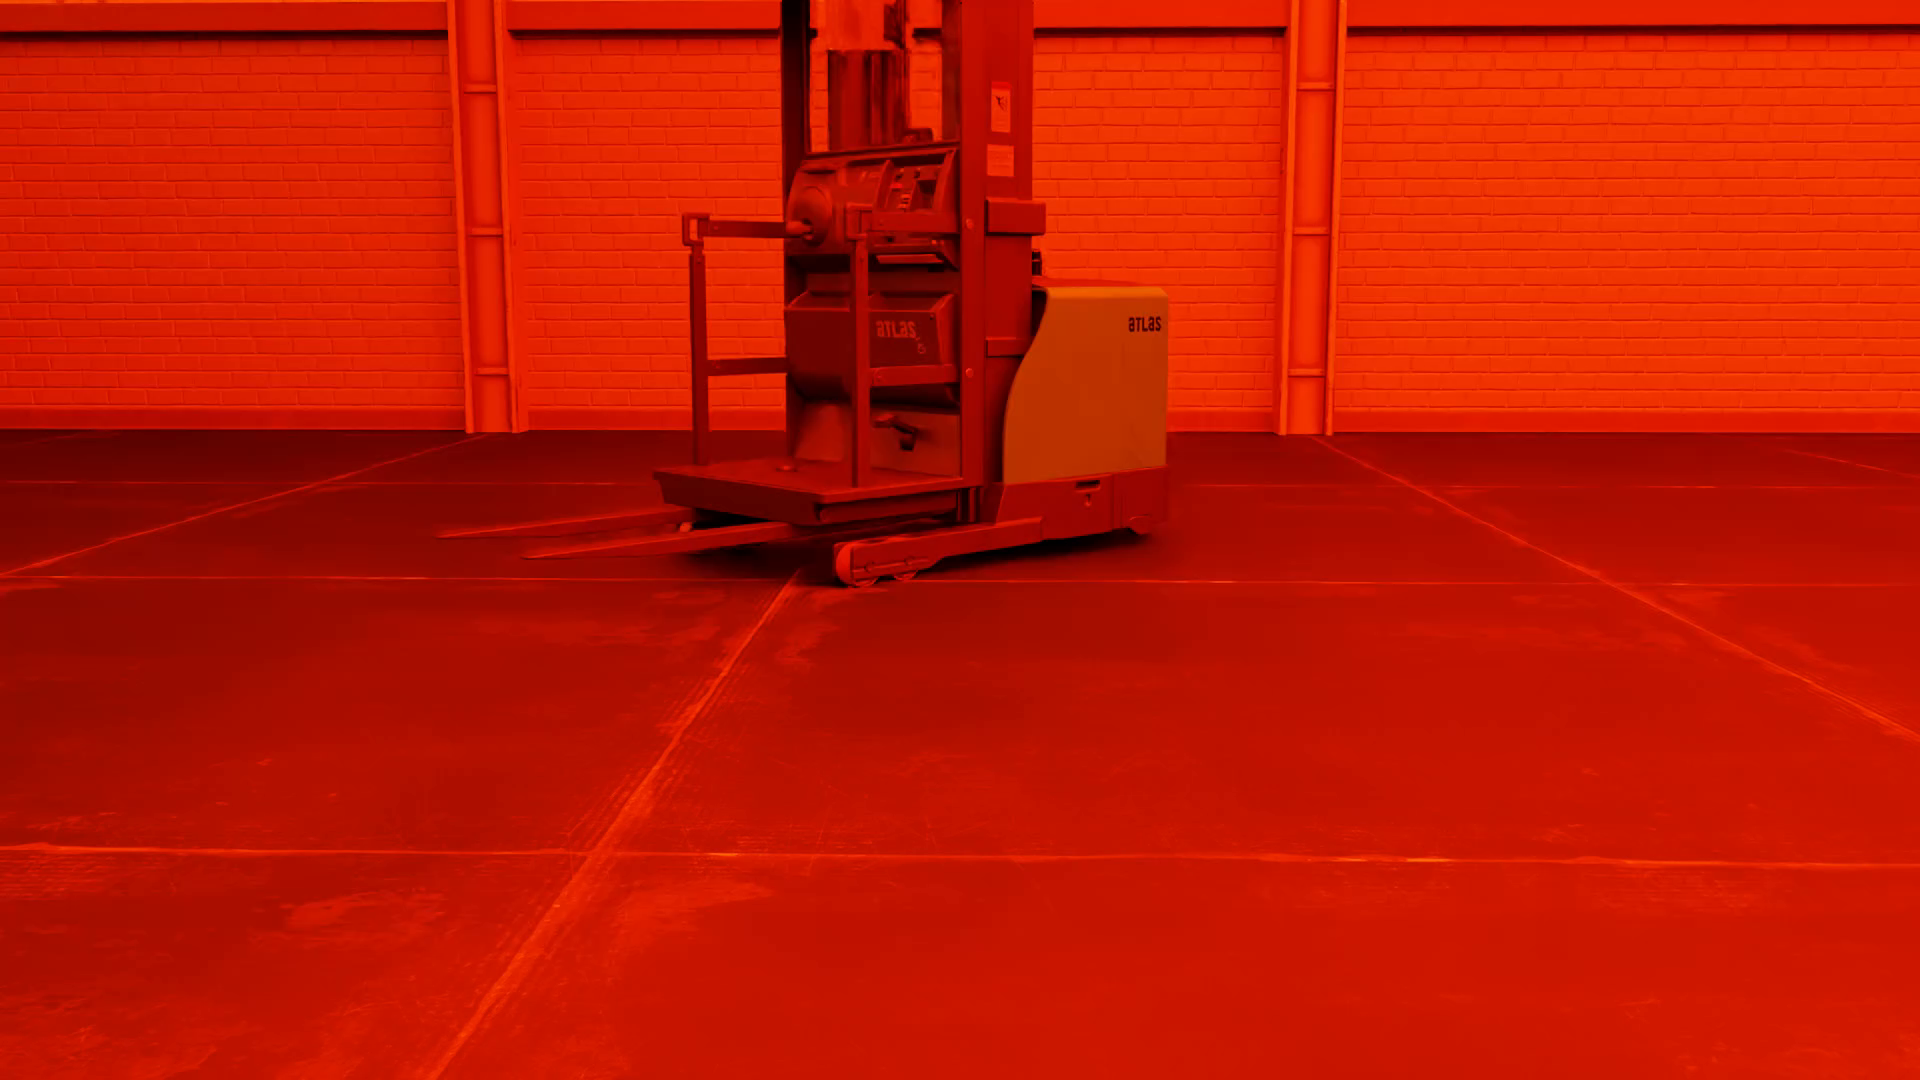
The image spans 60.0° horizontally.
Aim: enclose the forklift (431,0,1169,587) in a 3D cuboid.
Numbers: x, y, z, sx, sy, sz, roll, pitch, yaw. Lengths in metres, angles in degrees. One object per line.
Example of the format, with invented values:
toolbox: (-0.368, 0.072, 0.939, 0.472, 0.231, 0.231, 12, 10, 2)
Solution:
forklift: (-0.508, -1.365, 6.358, 3.031, 2.935, 1.130, -8, 12, -43)
